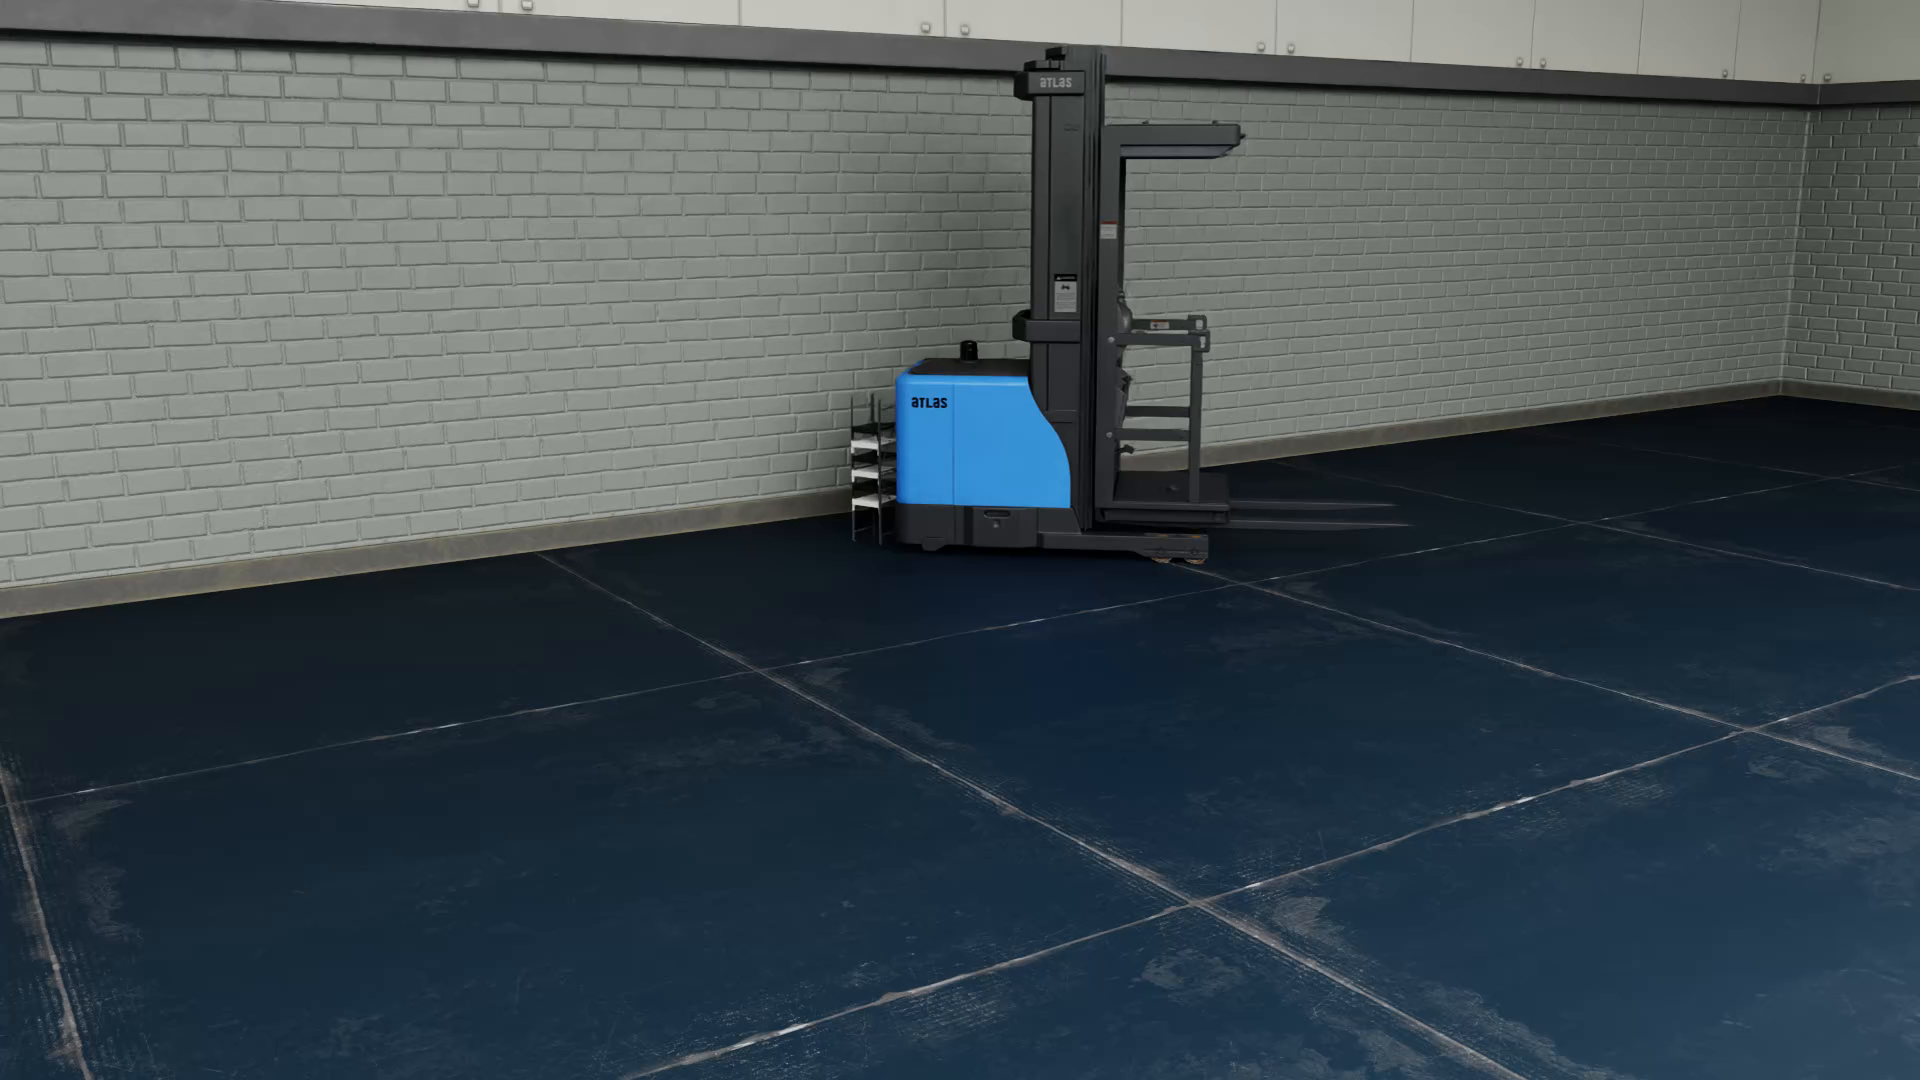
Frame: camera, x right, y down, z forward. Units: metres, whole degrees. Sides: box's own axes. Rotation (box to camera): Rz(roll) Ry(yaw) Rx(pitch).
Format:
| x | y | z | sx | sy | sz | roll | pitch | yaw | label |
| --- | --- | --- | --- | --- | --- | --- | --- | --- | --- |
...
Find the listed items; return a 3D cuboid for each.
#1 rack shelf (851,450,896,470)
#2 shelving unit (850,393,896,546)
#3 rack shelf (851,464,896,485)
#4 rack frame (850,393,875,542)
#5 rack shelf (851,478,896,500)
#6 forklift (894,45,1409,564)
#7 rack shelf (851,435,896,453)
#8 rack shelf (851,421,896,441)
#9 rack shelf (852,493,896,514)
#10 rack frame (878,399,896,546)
| x | y | z | sx | sy | sz | roll | pitch | yaw | label |
| --- | --- | --- | --- | --- | --- | --- | --- | --- | --- |
| -0.515 | -0.493 | 10.243 | 0.200 | 0.077 | 0.258 | 8 | 14 | 31 | rack shelf |
| -0.515 | -0.437 | 10.255 | 0.210 | 0.900 | 0.258 | 8 | 14 | 31 | shelving unit |
| -0.515 | -0.405 | 10.262 | 0.200 | 0.077 | 0.258 | 8 | 14 | 31 | rack shelf |
| -0.601 | -0.449 | 10.308 | 0.006 | 0.900 | 0.240 | 8 | 14 | 31 | rack frame |
| -0.515 | -0.317 | 10.282 | 0.200 | 0.077 | 0.258 | 8 | 14 | 31 | rack shelf |
| 1.161 | -1.412 | 9.958 | 3.031 | 2.935 | 1.130 | 2 | 12 | 7 | forklift |
| -0.515 | -0.581 | 10.224 | 0.200 | 0.077 | 0.258 | 8 | 14 | 31 | rack shelf |
| -0.515 | -0.669 | 10.205 | 0.200 | 0.077 | 0.258 | 8 | 14 | 31 | rack shelf |
| -0.515 | -0.229 | 10.301 | 0.200 | 0.077 | 0.258 | 8 | 14 | 31 | rack shelf |
| -0.429 | -0.426 | 10.202 | 0.006 | 0.900 | 0.240 | 8 | 14 | 31 | rack frame |
